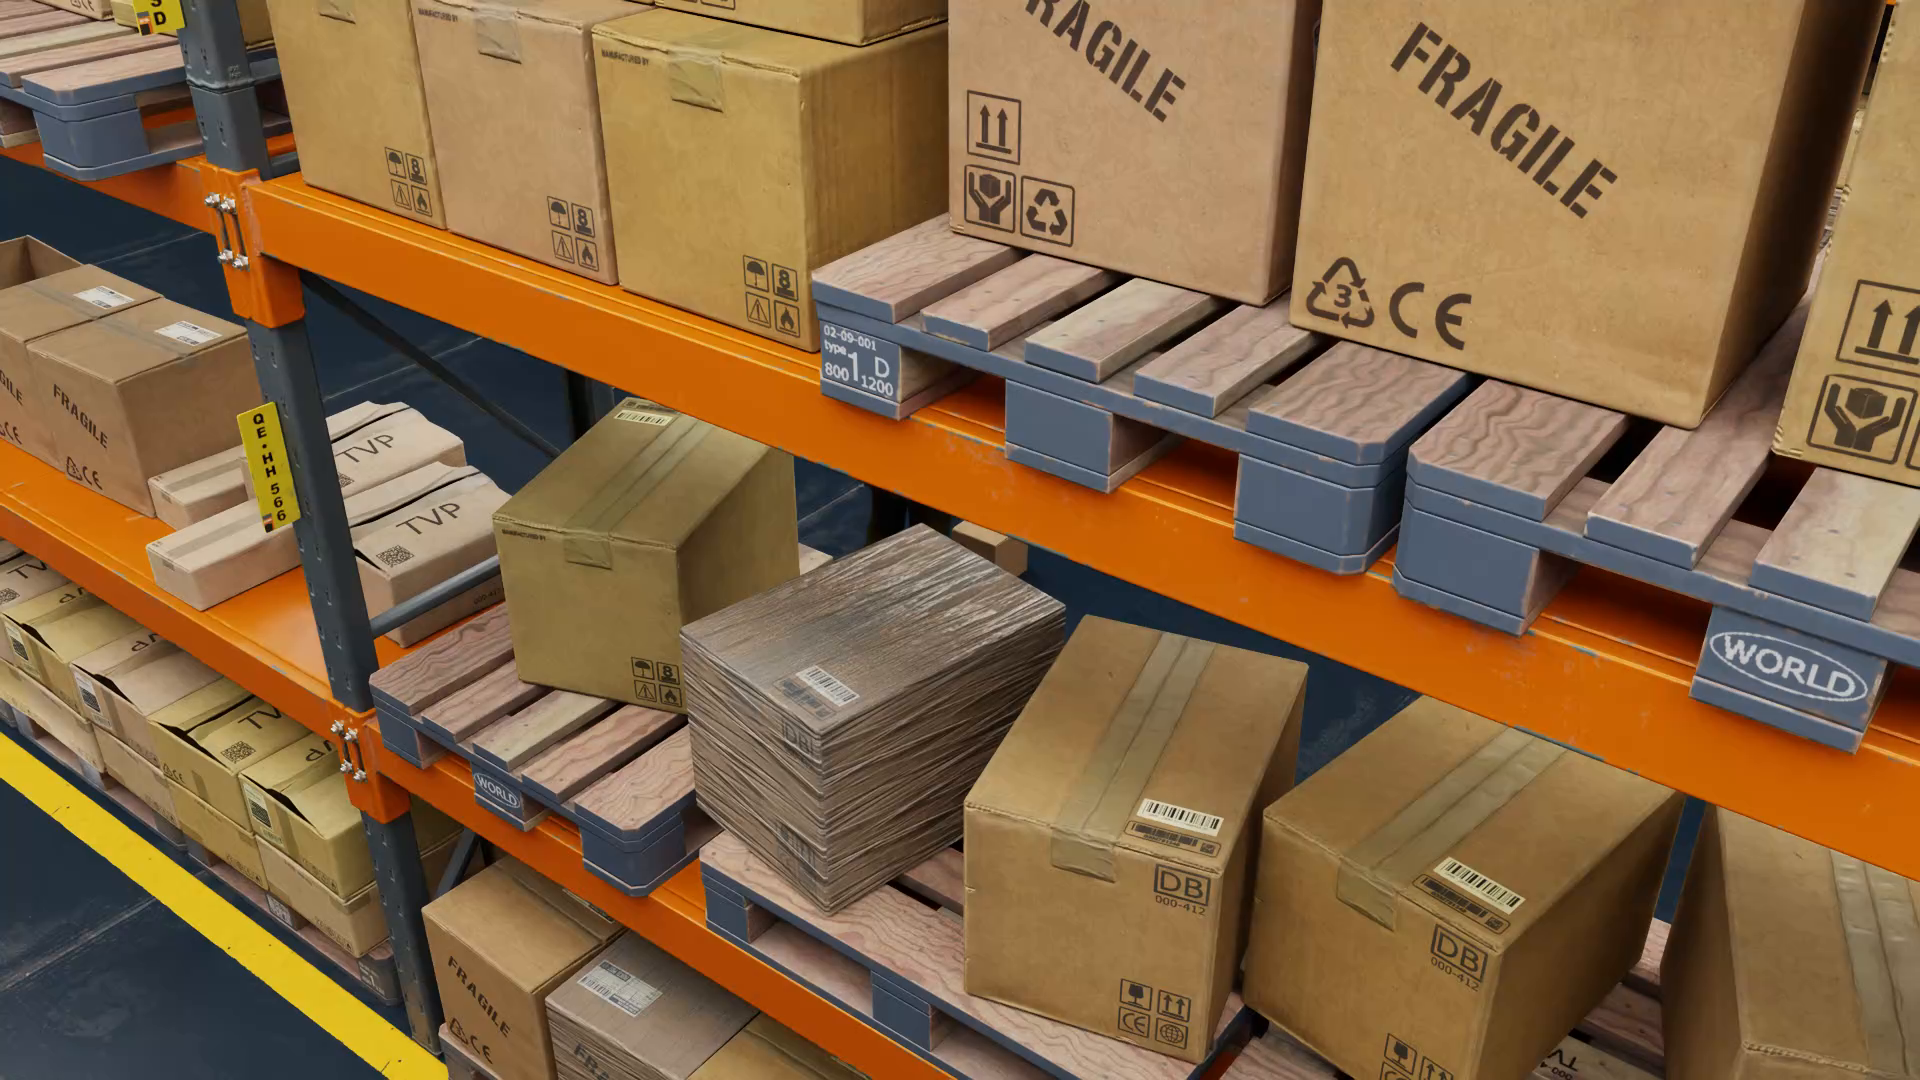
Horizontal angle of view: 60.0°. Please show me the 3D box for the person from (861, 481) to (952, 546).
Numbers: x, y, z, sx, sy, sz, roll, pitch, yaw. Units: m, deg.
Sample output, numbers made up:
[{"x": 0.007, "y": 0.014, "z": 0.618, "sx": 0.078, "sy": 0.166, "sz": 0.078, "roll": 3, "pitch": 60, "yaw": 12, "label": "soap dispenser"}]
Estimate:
[{"x": -0.206, "y": -0.418, "z": 6.831, "sx": 0.562, "sy": 1.784, "sz": 0.374, "roll": 22, "pitch": 37, "yaw": 32, "label": "person"}]
